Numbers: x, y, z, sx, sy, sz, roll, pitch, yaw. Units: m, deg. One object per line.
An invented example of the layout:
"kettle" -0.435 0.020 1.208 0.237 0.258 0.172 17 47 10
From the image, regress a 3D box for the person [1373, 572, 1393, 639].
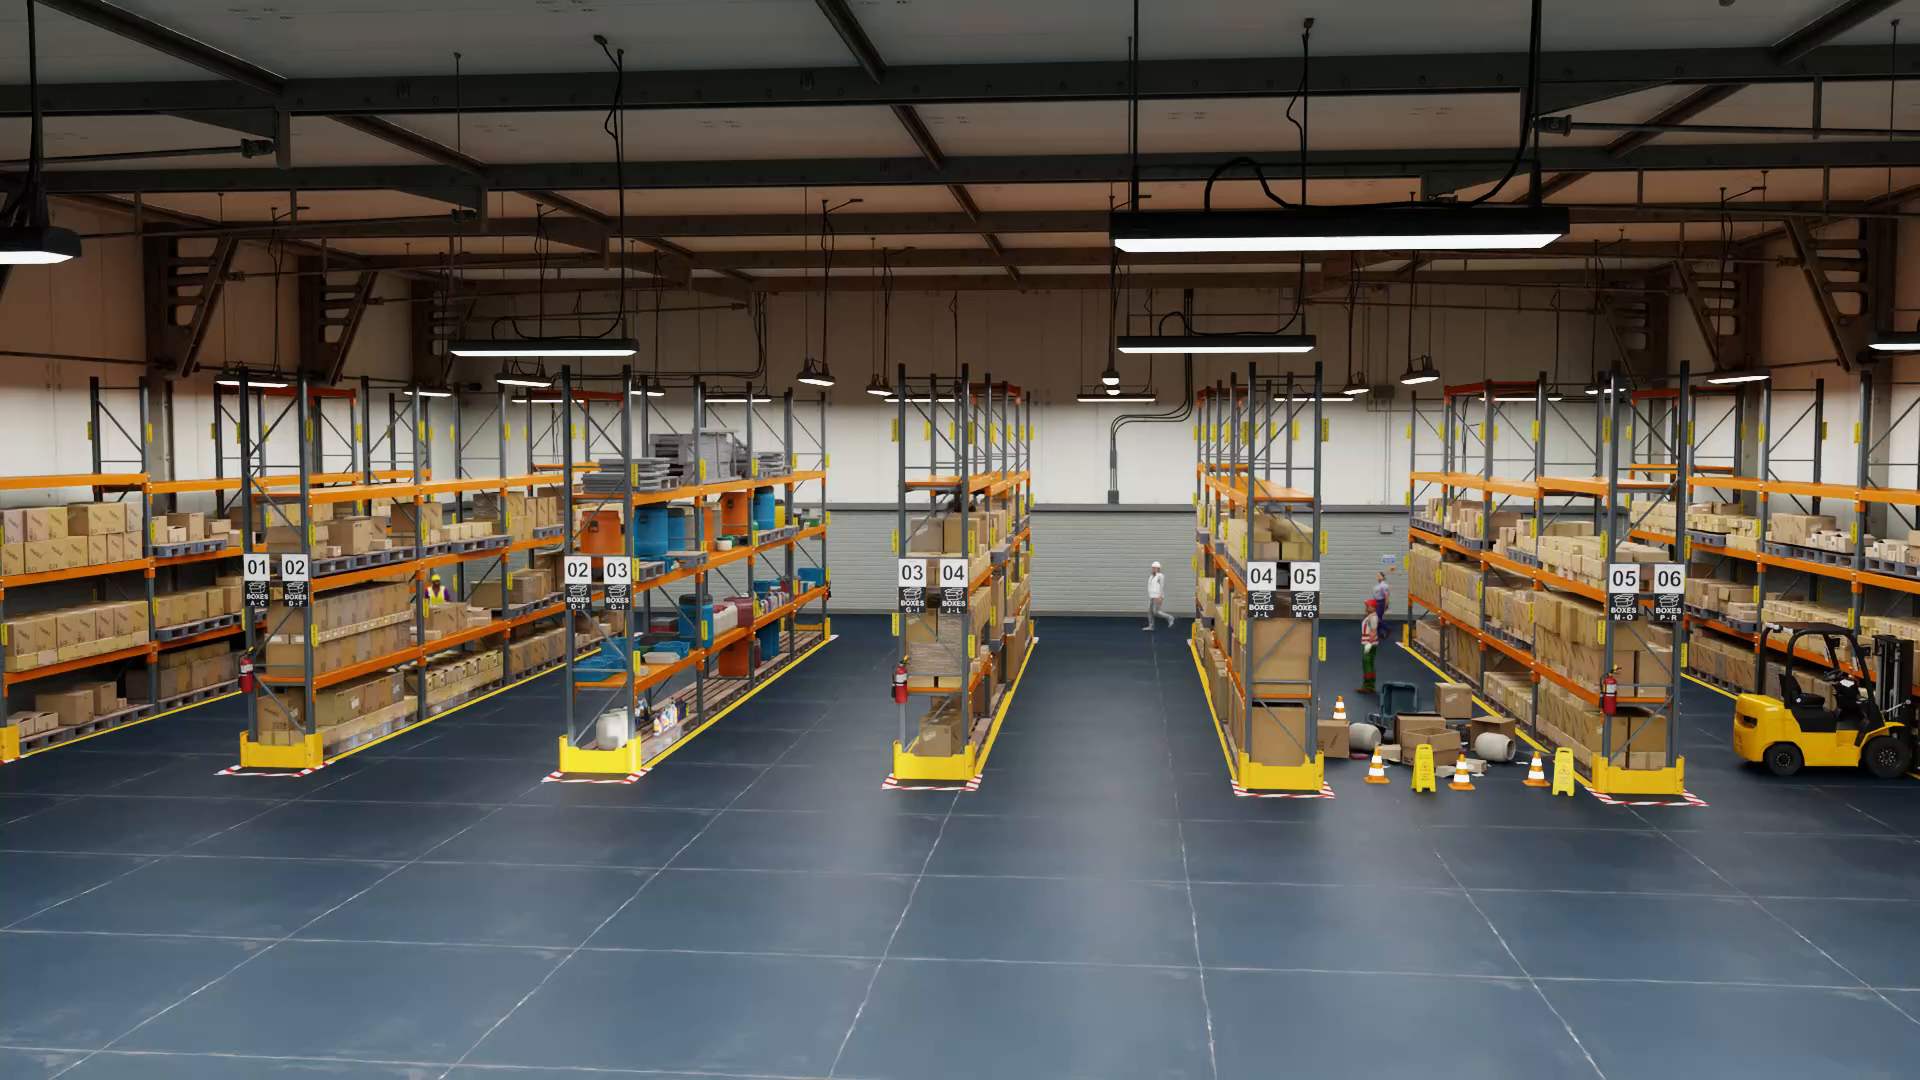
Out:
"person" 10.196 1.587 40.265 0.475 1.632 0.472 0 4 4

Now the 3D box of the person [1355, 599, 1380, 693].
"person" 7.936 2.044 32.295 0.436 1.791 0.611 2 4 26

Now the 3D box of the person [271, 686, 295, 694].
"person" -11.600 2.288 28.551 0.491 1.783 0.641 2 4 33

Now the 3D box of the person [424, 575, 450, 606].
"person" -12.178 1.668 38.673 0.749 1.724 1.080 0 4 1

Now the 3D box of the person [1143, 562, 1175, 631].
"person" 5.019 1.423 41.996 0.746 1.750 0.564 -1 4 -11
